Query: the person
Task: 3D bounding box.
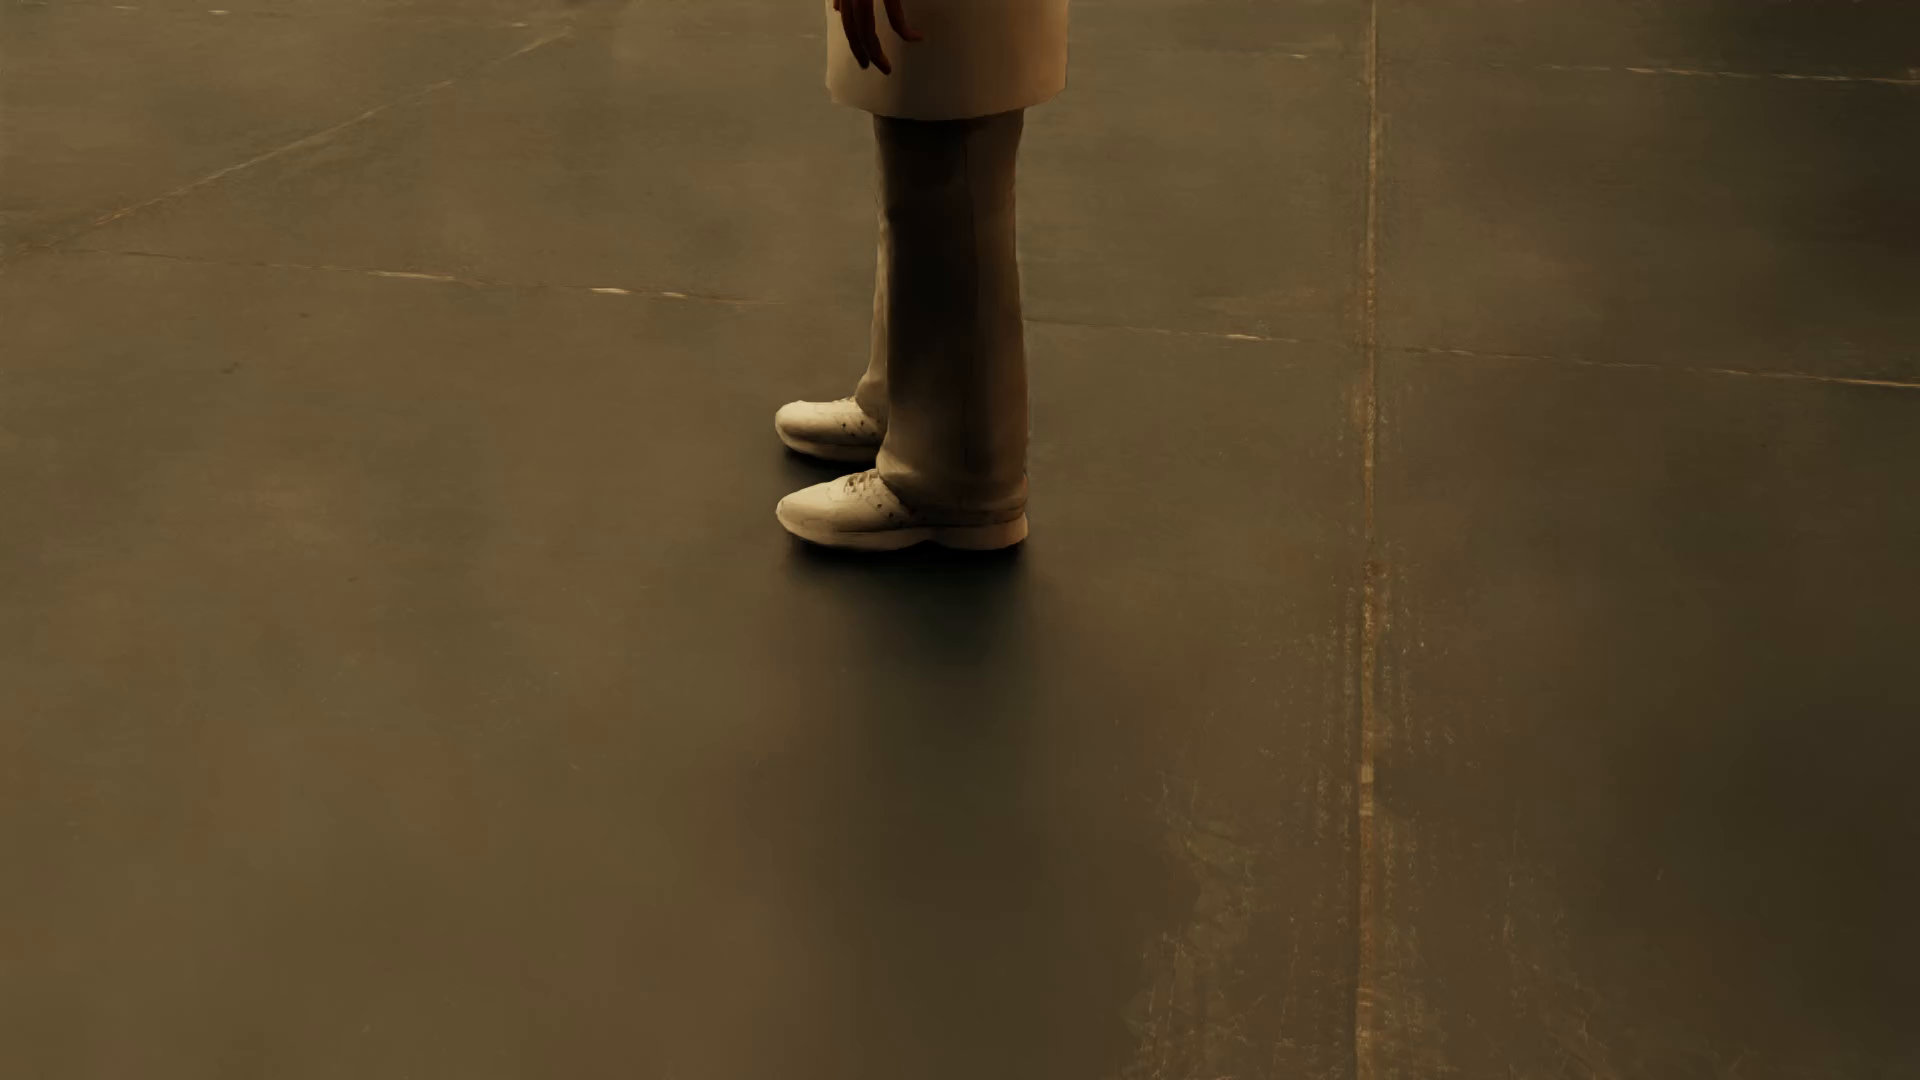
[{"bbox_3d":[-0.088,-0.811,2.118,0.579,1.776,0.694,6,27,11],"label":"person"}]
